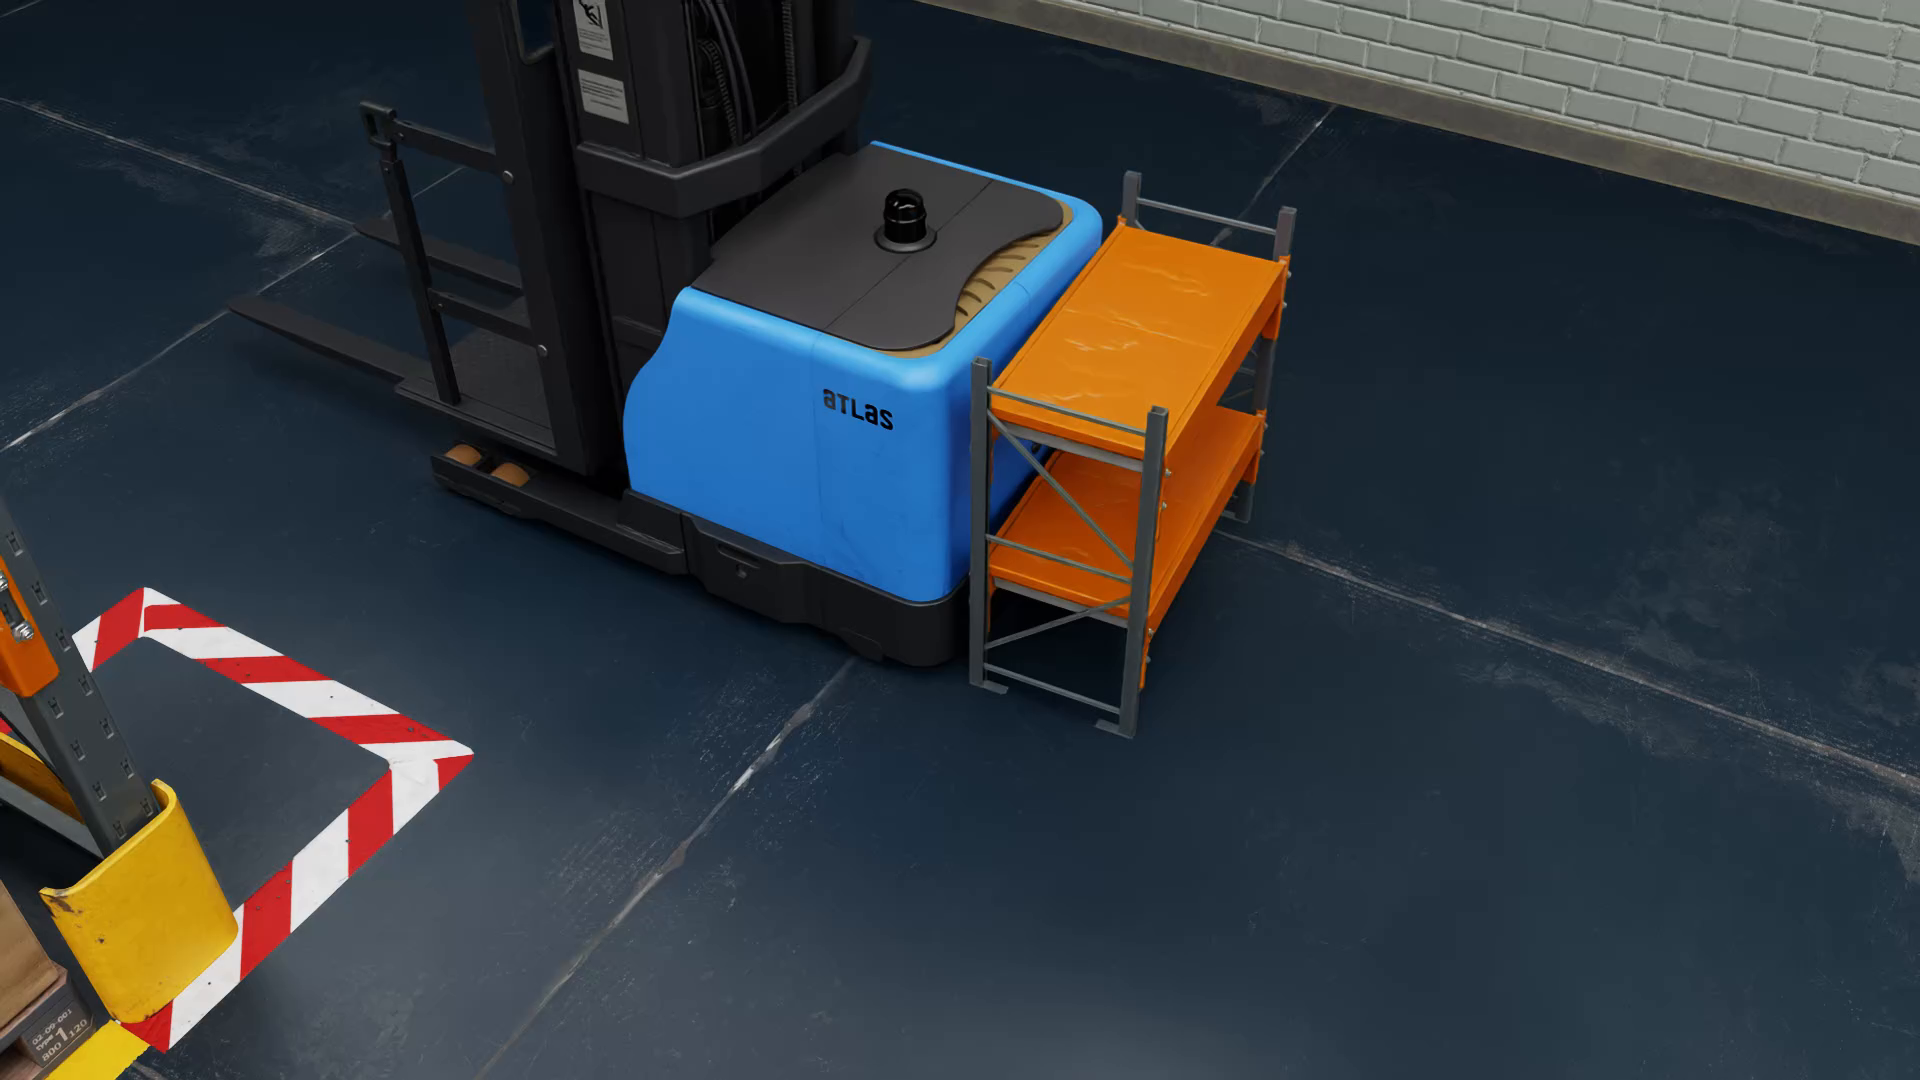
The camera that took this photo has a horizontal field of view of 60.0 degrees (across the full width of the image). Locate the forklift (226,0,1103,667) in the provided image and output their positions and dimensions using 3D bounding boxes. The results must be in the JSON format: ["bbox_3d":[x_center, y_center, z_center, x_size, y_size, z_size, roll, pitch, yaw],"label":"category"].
[{"bbox_3d":[-1.115,-1.460,4.690,3.031,2.935,1.130,21,45,22],"label":"forklift"}]

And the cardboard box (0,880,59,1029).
[{"bbox_3d":[-2.385,0.869,3.552,0.500,0.500,0.500,21,45,22],"label":"cardboard box"}]

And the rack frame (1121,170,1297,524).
[{"bbox_3d":[0.698,-0.553,5.027,0.500,1.125,0.032,18,44,19],"label":"rack frame"}]

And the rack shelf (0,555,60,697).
[{"bbox_3d":[-3.327,1.118,2.256,1.077,0.370,4.000,21,45,22],"label":"rack shelf"}]

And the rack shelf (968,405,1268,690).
[{"bbox_3d":[0.478,-0.066,4.844,0.538,0.278,1.000,18,44,19],"label":"rack shelf"}]

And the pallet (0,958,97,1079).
[{"bbox_3d":[-2.763,1.250,3.671,1.003,0.211,1.213,21,45,22],"label":"pallet"}]

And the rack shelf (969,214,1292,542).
[{"bbox_3d":[0.478,-0.470,4.489,0.538,0.278,1.000,18,44,19],"label":"rack shelf"}]

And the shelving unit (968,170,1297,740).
[{"bbox_3d":[0.478,-0.250,4.683,0.538,1.125,1.048,18,44,19],"label":"shelving unit"}]

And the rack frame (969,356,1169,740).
[{"bbox_3d":[0.259,0.053,4.339,0.500,1.125,0.032,18,44,19],"label":"rack frame"}]

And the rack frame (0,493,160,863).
[{"bbox_3d":[-2.327,-0.297,3.317,1.000,3.000,0.127,21,45,22],"label":"rack frame"}]

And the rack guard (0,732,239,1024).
[{"bbox_3d":[-2.365,0.685,4.094,1.175,0.500,0.348,21,45,22],"label":"rack guard"}]
